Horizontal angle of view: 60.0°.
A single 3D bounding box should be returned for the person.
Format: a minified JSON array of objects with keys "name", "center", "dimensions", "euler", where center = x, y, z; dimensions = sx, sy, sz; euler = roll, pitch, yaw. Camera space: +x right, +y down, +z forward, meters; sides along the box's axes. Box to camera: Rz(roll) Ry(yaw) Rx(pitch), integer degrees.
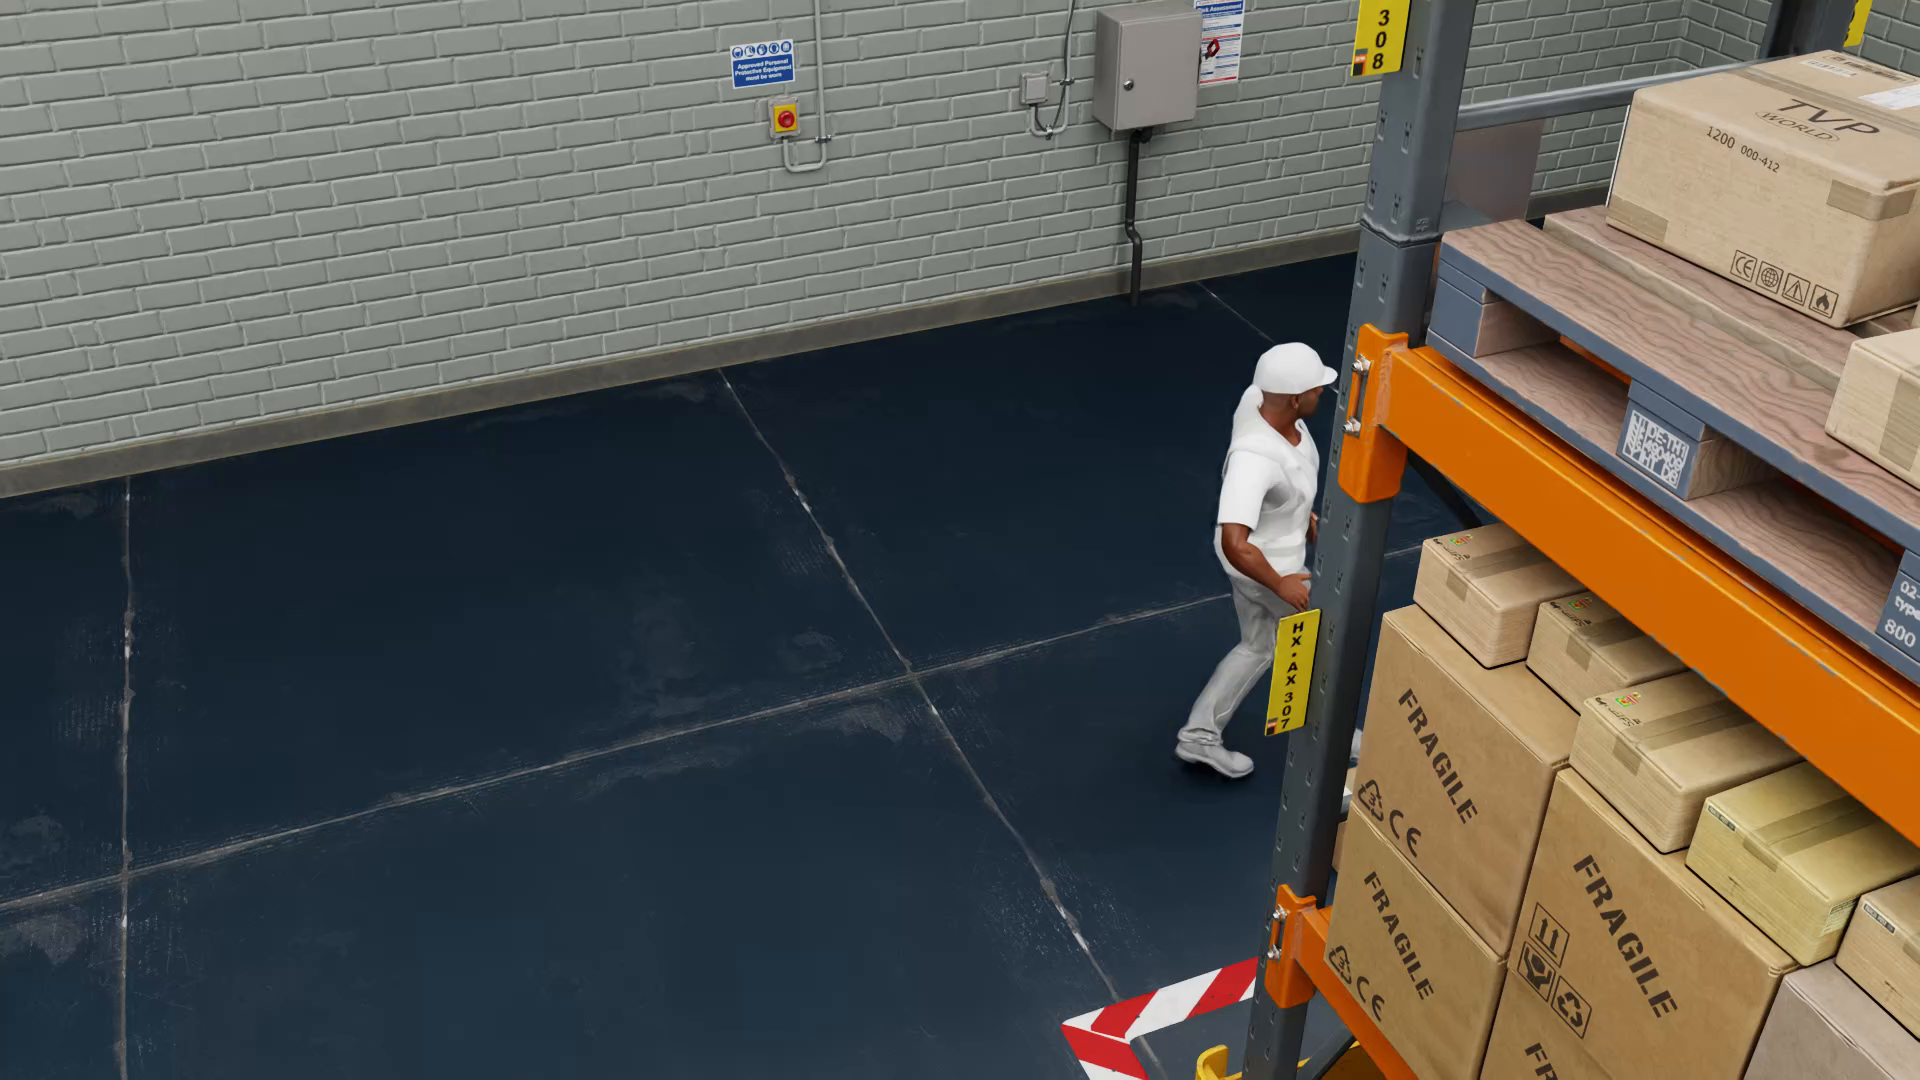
[{"name":"person","center":[1.250,0.063,6.091],"dimensions":[0.839,1.704,0.792],"euler":[2,33,4]}]
